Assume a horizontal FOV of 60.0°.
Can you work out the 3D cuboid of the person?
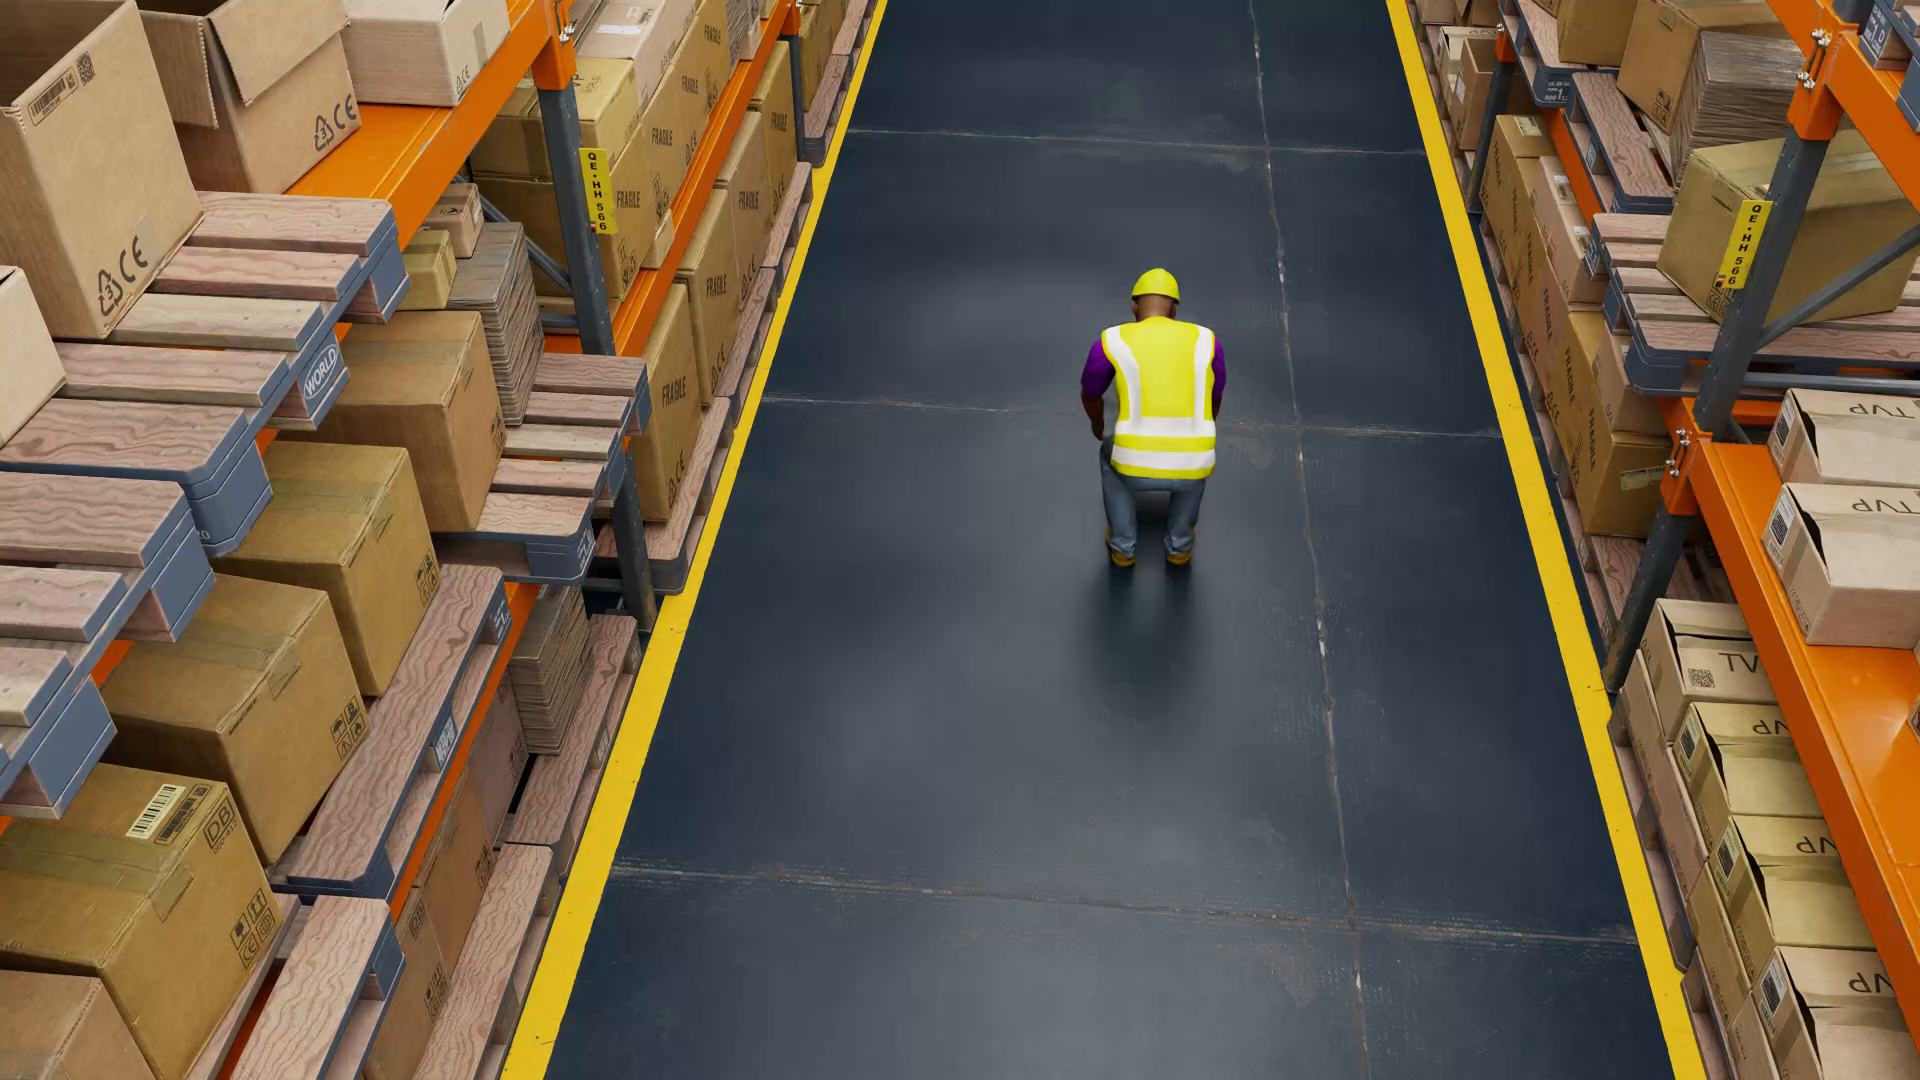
[{"bbox_3d":[0.818,-0.476,7.148,0.620,1.207,0.839,3,40,4],"label":"person"}]
